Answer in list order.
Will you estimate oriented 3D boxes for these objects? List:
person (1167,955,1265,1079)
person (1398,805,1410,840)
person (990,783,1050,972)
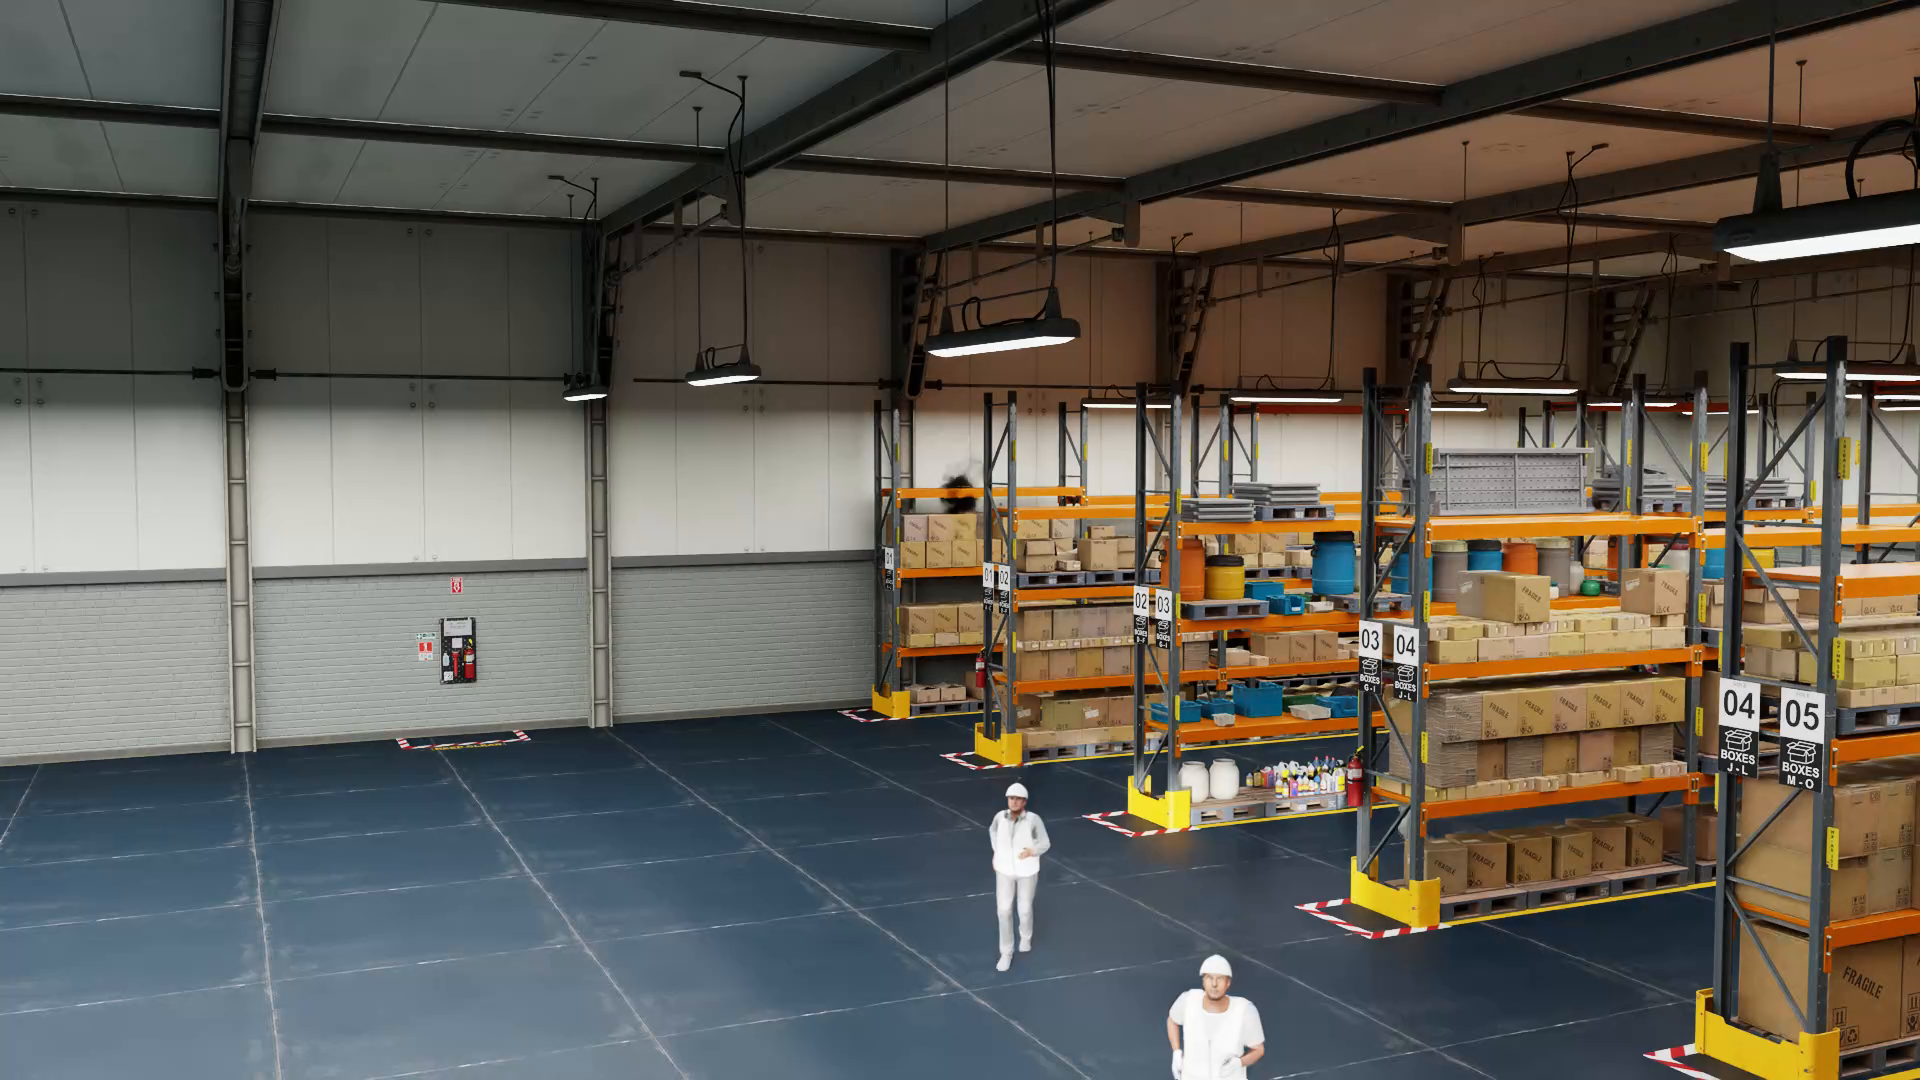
[{"bbox_3d":[1.670,3.653,10.967,0.664,1.845,0.680,1,3,14],"label":"person"},{"bbox_3d":[5.455,3.157,20.199,0.605,1.629,0.544,-2,4,-29],"label":"person"},{"bbox_3d":[0.587,3.319,16.560,0.644,1.823,0.793,1,3,9],"label":"person"}]
